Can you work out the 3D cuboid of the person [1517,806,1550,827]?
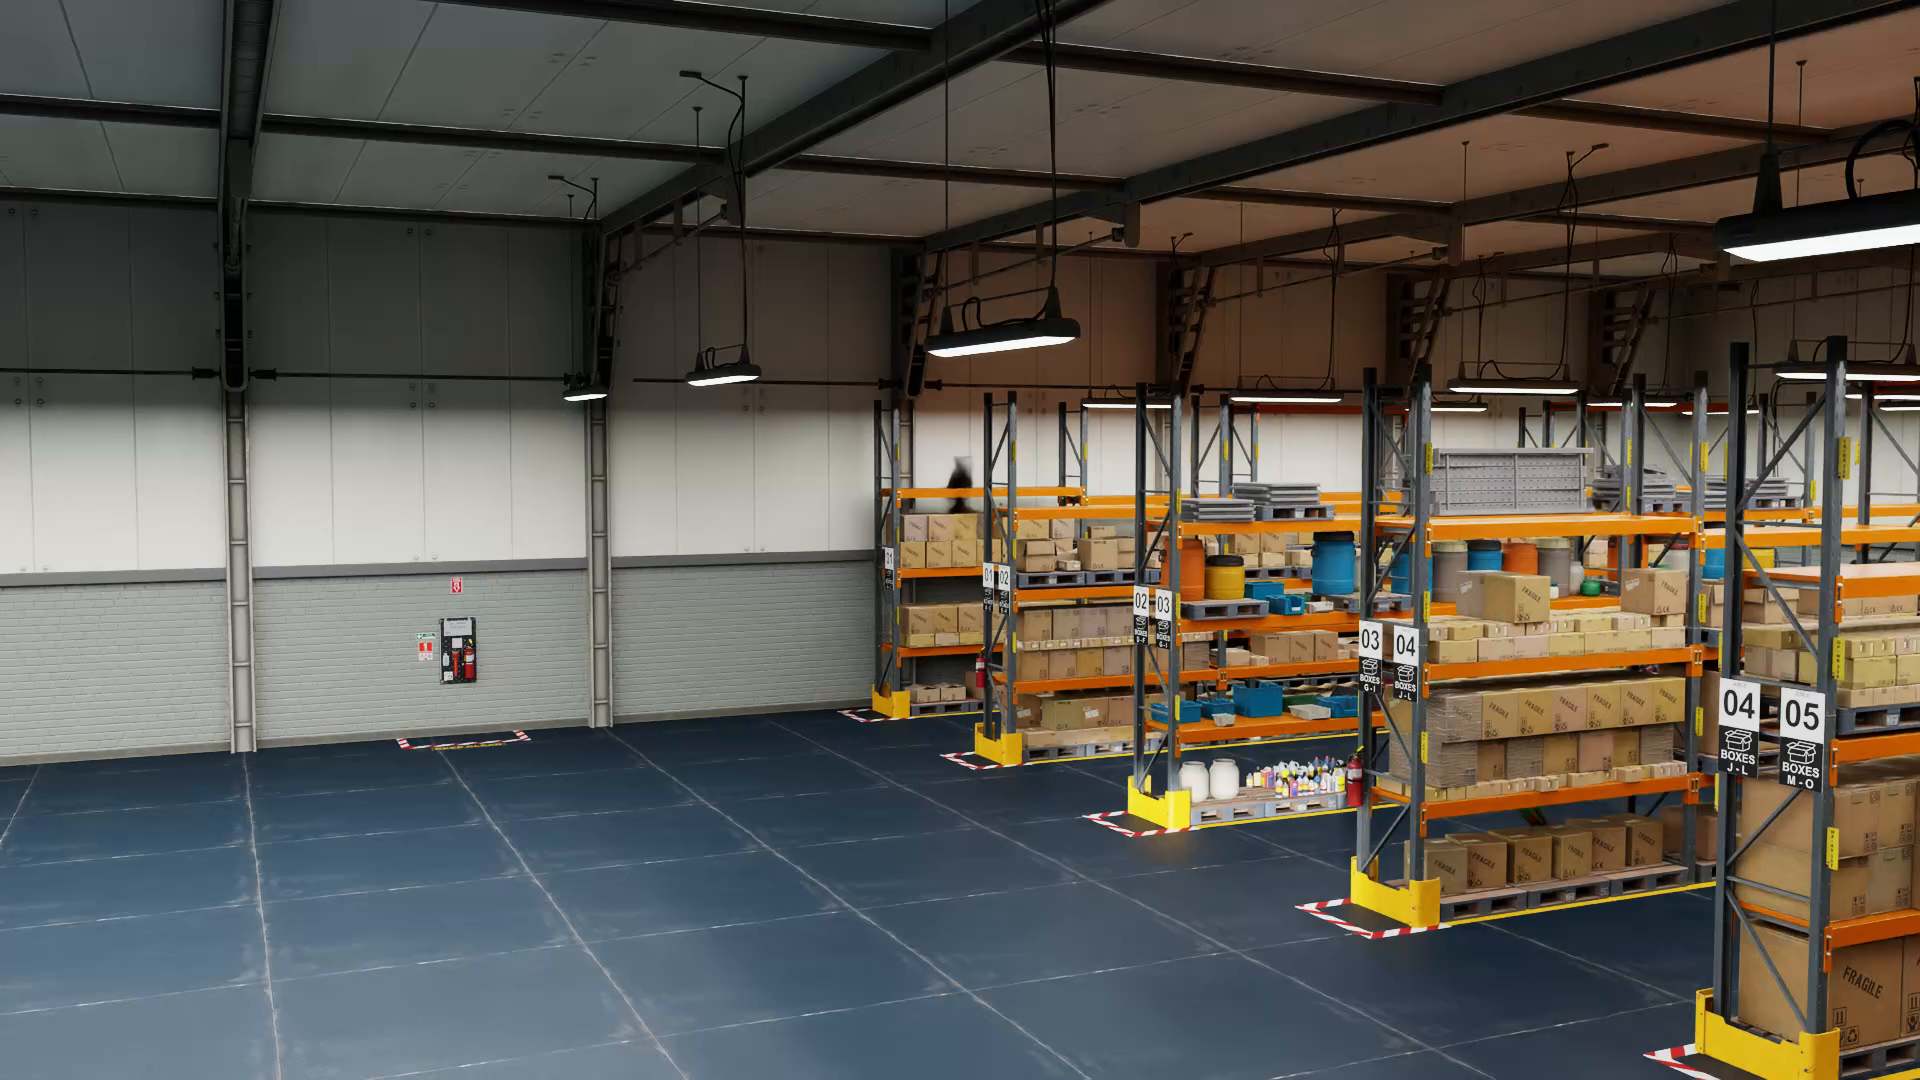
[{"bbox_3d":[7.266,3.041,21.135,0.769,1.766,0.654,-1,3,-17],"label":"person"}]
